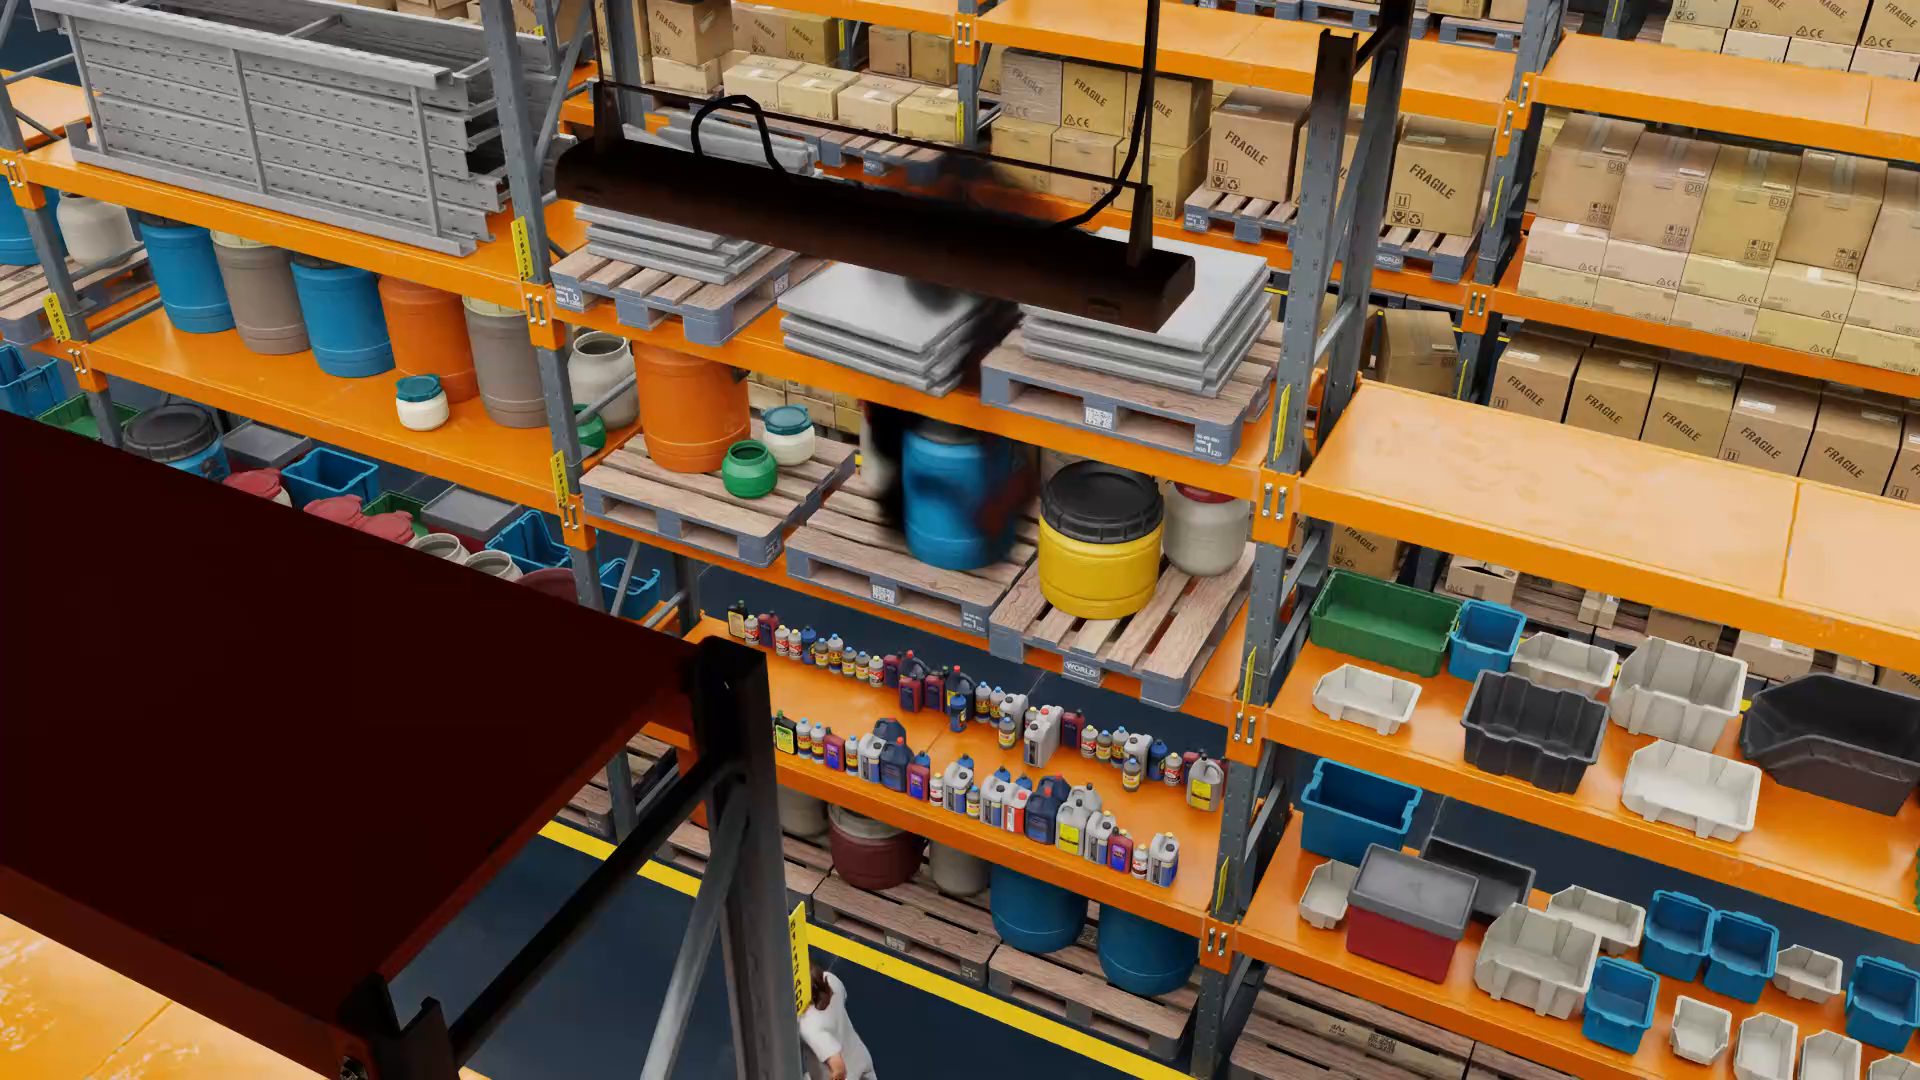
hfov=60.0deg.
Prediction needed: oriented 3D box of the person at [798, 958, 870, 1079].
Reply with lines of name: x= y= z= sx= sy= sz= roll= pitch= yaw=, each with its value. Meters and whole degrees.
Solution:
person: x=-0.724 y=2.394 z=8.300 sx=0.531 sy=0.827 sz=0.579 roll=11 pitch=36 yaw=15
